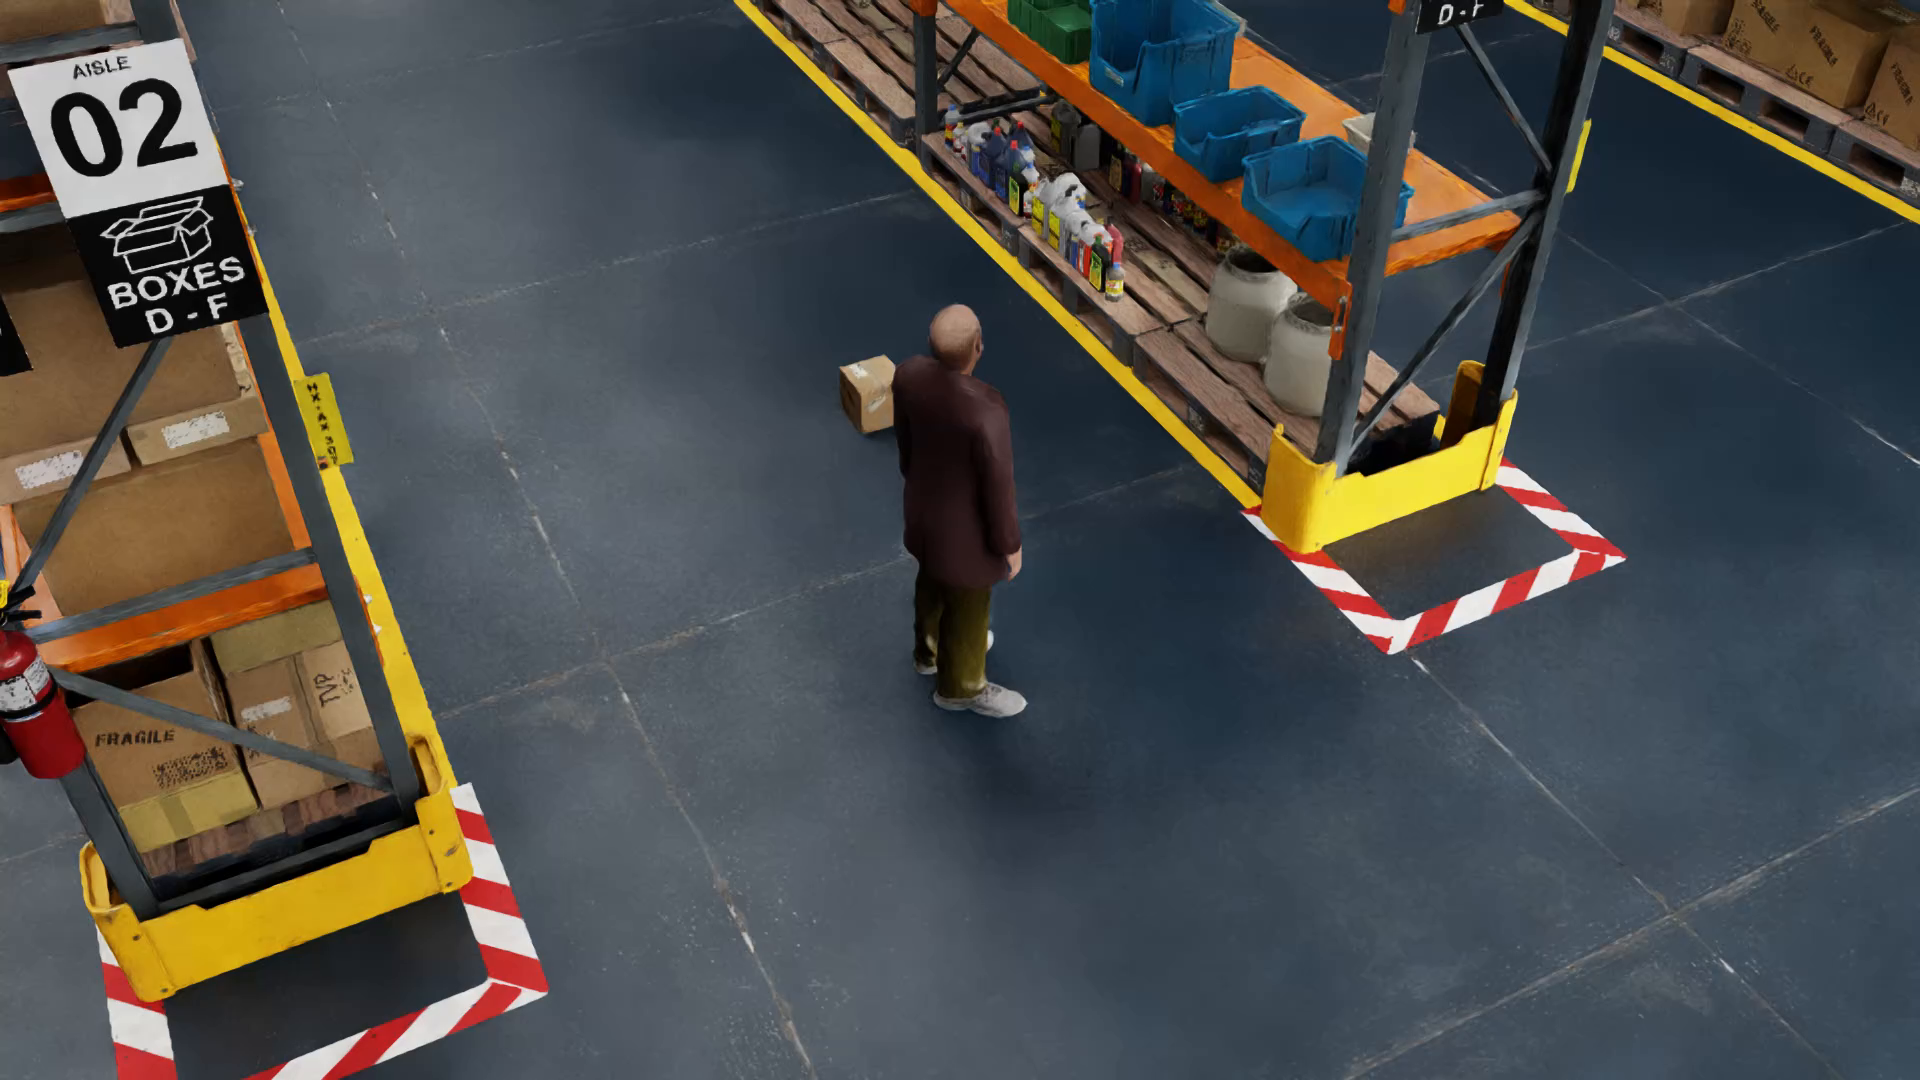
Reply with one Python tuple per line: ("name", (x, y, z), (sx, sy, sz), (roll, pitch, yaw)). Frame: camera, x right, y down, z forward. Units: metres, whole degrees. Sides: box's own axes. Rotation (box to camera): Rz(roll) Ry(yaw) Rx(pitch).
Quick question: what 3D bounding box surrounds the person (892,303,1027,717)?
("person", (0.020, -0.122, 6.267), (0.421, 1.791, 0.659), (-28, 48, -29))
